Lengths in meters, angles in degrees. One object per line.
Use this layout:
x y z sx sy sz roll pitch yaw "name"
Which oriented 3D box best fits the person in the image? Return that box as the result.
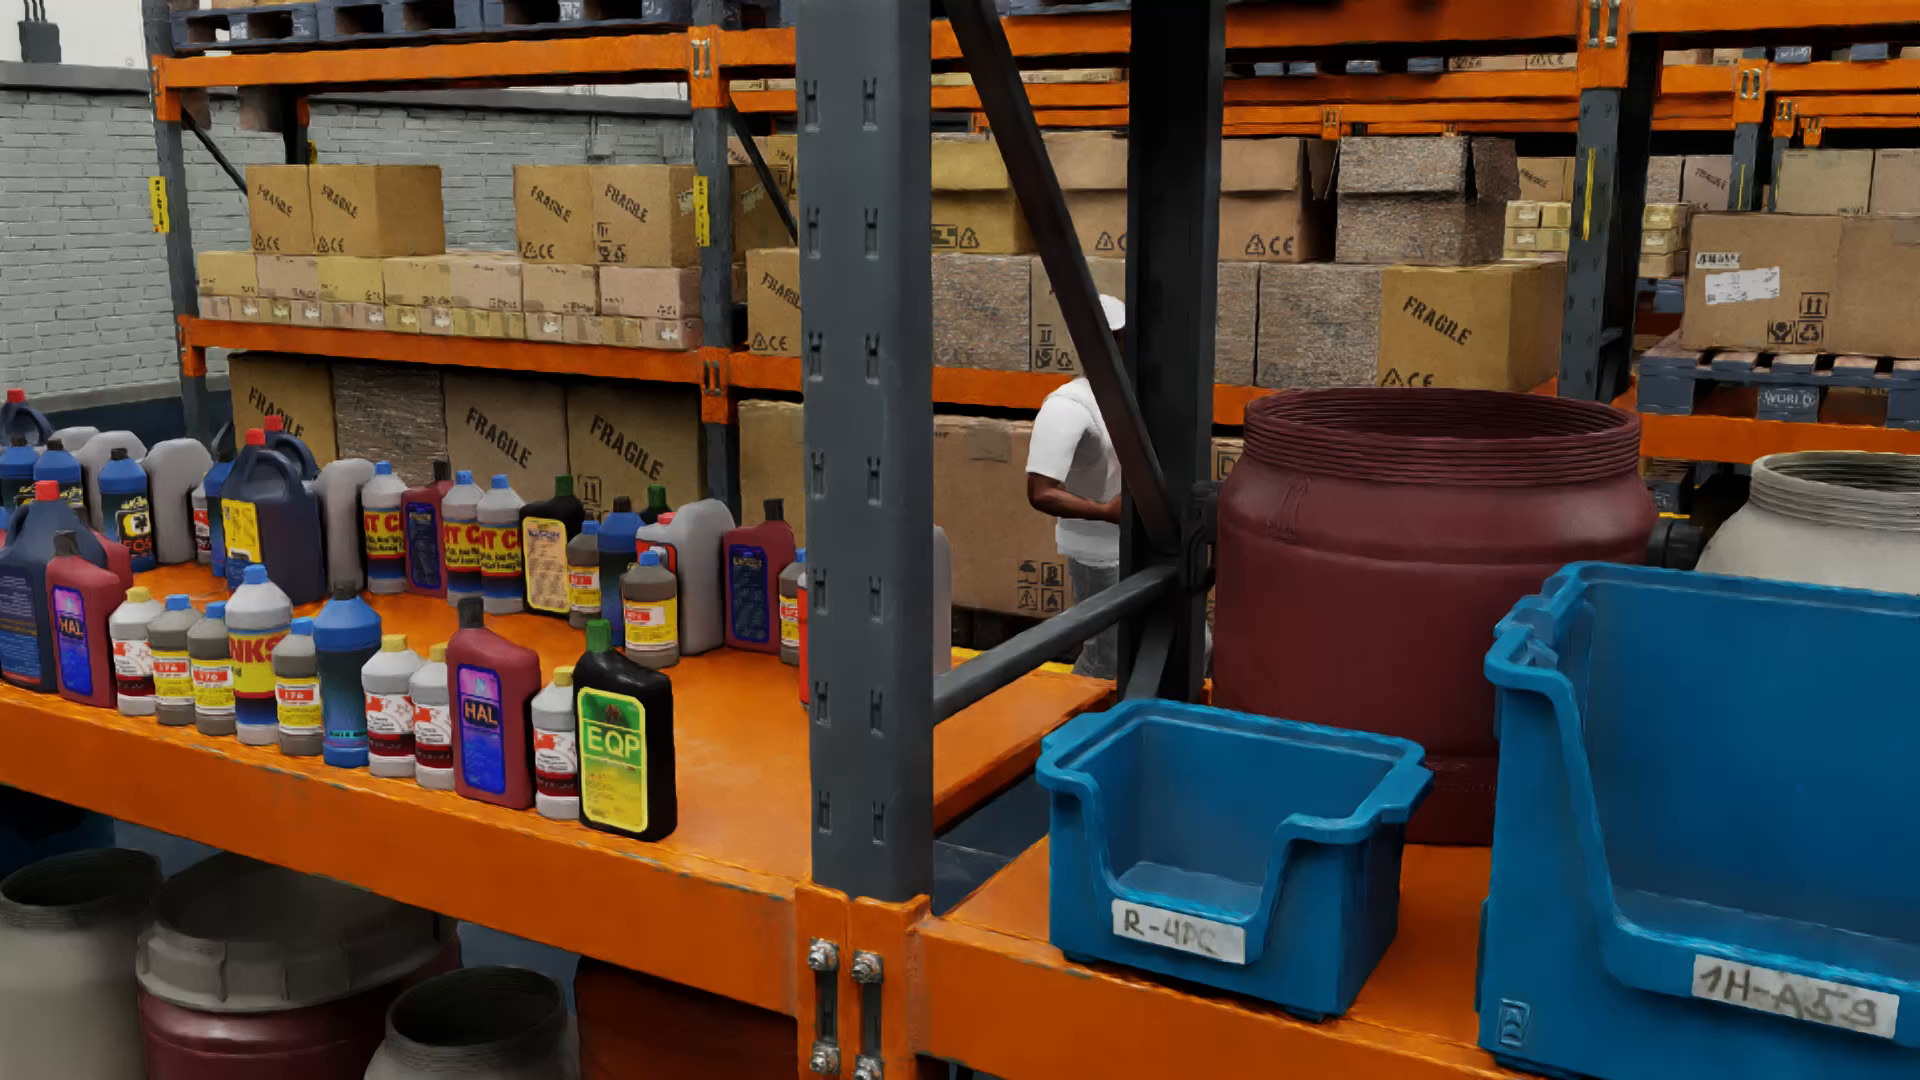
0.495 0.051 5.691 0.695 1.780 0.646 -10 16 -38 "person"
